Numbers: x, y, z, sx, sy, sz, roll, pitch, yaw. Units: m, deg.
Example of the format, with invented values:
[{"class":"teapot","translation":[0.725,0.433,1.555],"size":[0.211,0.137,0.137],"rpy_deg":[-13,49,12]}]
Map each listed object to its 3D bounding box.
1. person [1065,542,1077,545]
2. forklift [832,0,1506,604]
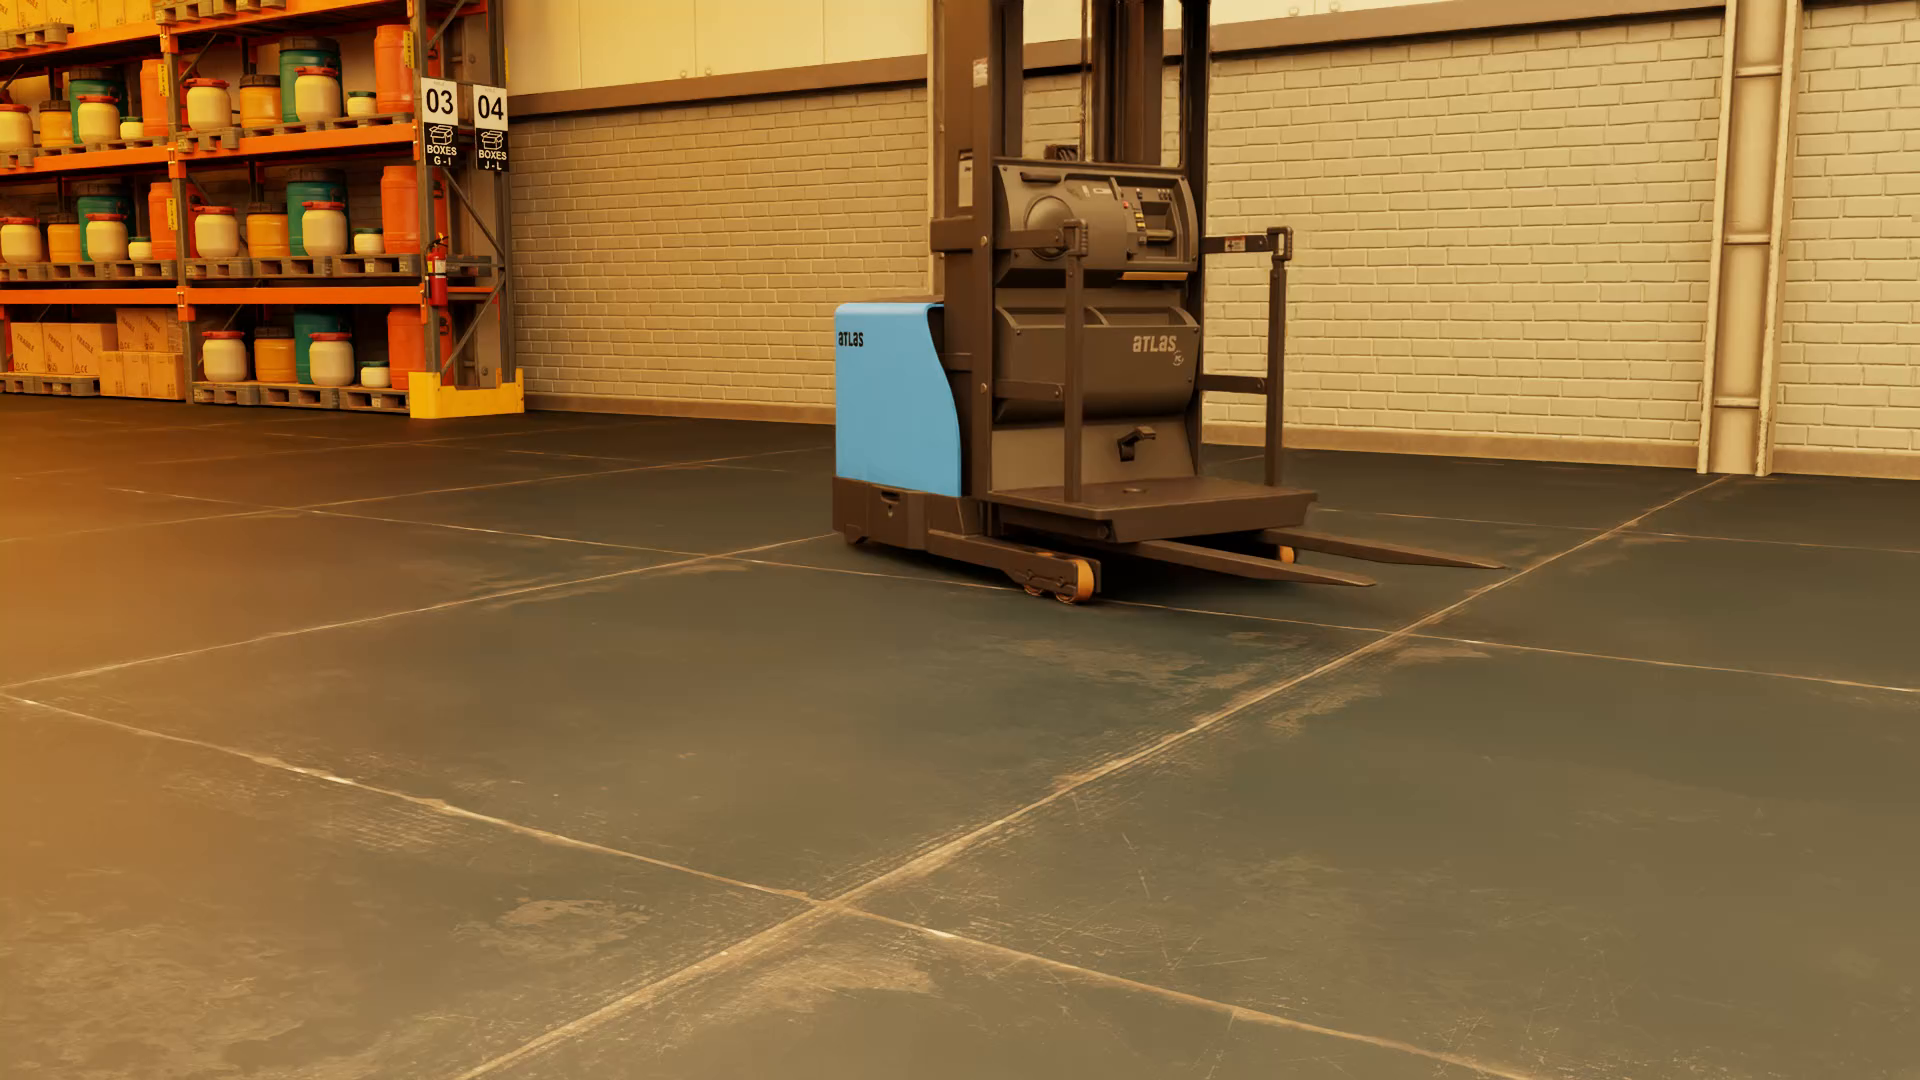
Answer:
[{"class":"person","translation":[0.605,-0.692,7.553],"size":[0.906,1.365,0.754],"rpy_deg":[5,9,30]},{"class":"forklift","translation":[0.668,-1.297,6.315],"size":[1.130,2.935,3.031],"rpy_deg":[-5,10,-33]}]
